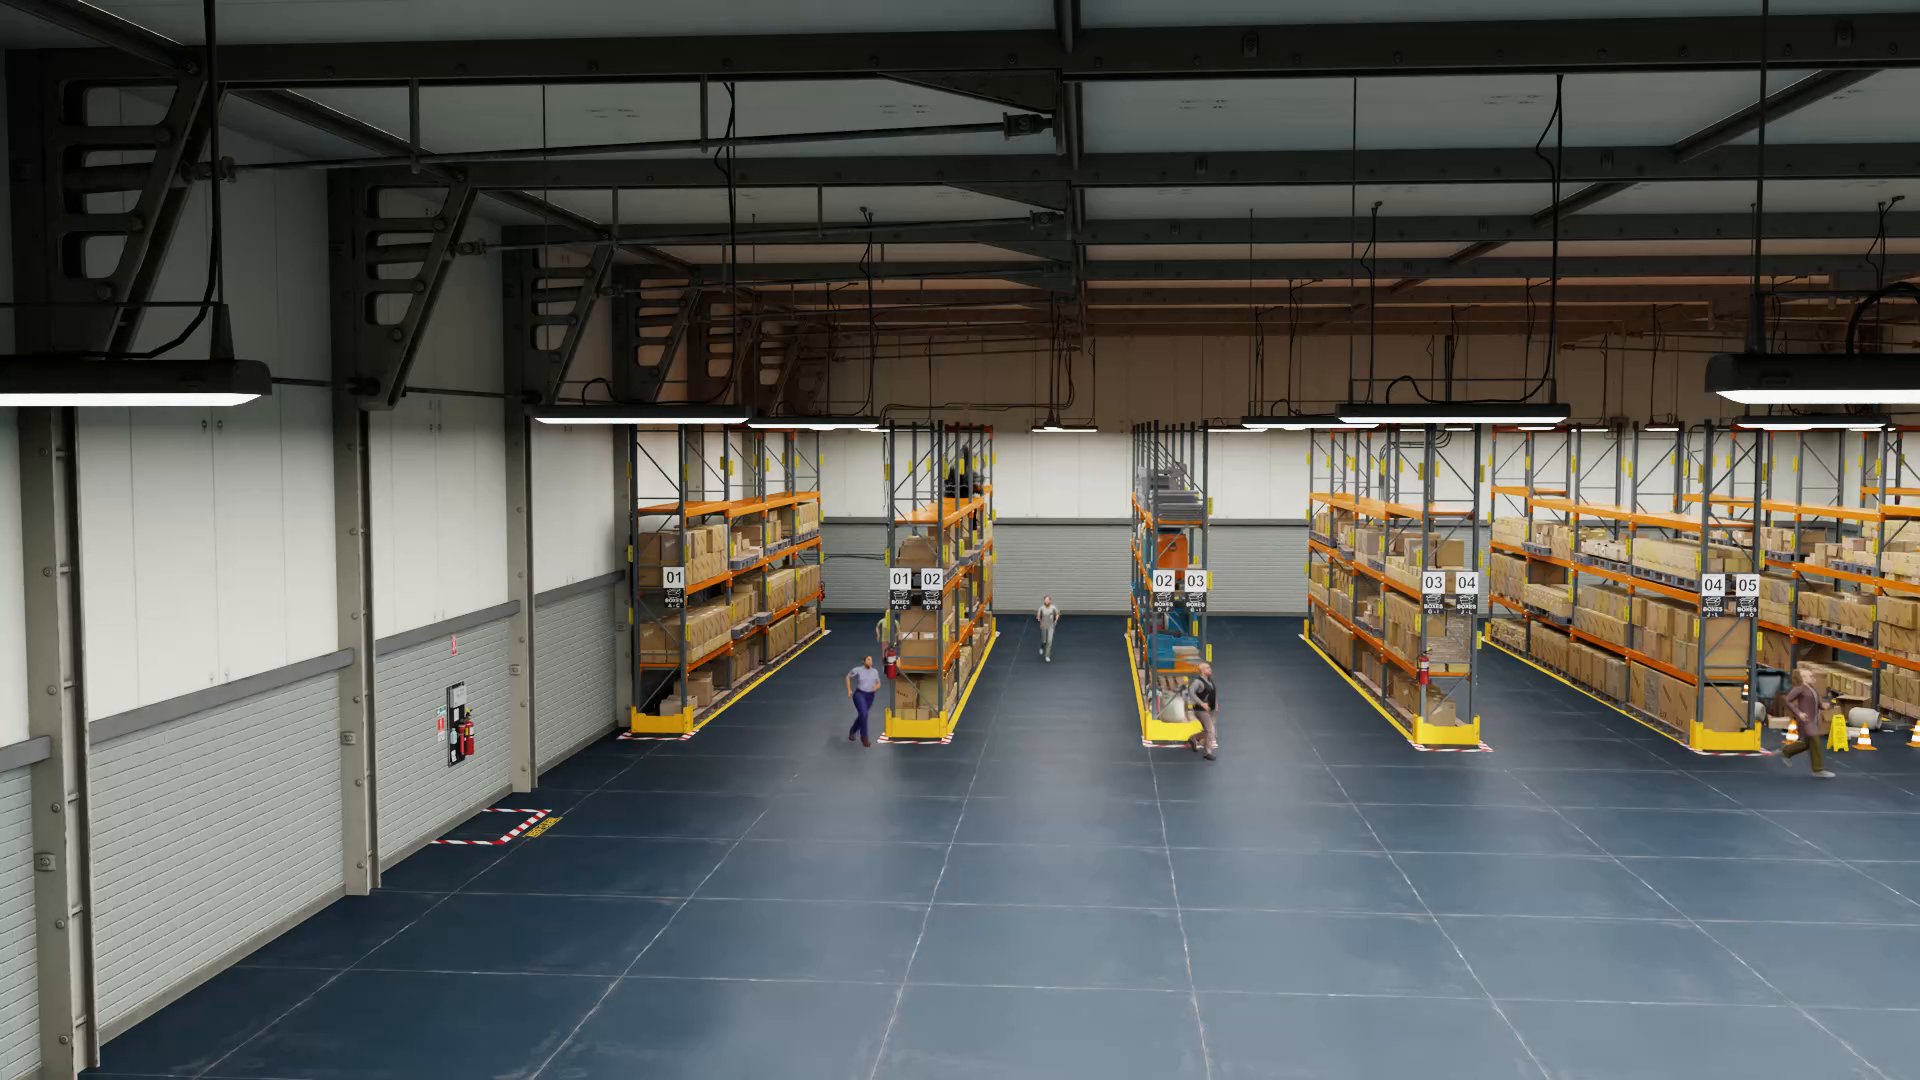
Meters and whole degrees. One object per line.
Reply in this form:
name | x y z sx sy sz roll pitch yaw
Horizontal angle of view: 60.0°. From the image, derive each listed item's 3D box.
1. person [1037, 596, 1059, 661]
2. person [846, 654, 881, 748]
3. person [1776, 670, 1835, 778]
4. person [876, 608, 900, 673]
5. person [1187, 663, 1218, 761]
person | 2.241 2.235 42.379 0.572 1.652 0.722 0 4 -1
person | -1.731 2.952 30.823 0.609 1.642 0.827 -2 4 -34
person | 14.210 3.104 27.934 0.716 1.669 1.017 -3 5 -40
person | -1.695 2.417 39.242 0.573 1.630 0.548 0 4 -3
person | 4.280 3.024 29.416 0.647 1.705 0.689 3 4 35
